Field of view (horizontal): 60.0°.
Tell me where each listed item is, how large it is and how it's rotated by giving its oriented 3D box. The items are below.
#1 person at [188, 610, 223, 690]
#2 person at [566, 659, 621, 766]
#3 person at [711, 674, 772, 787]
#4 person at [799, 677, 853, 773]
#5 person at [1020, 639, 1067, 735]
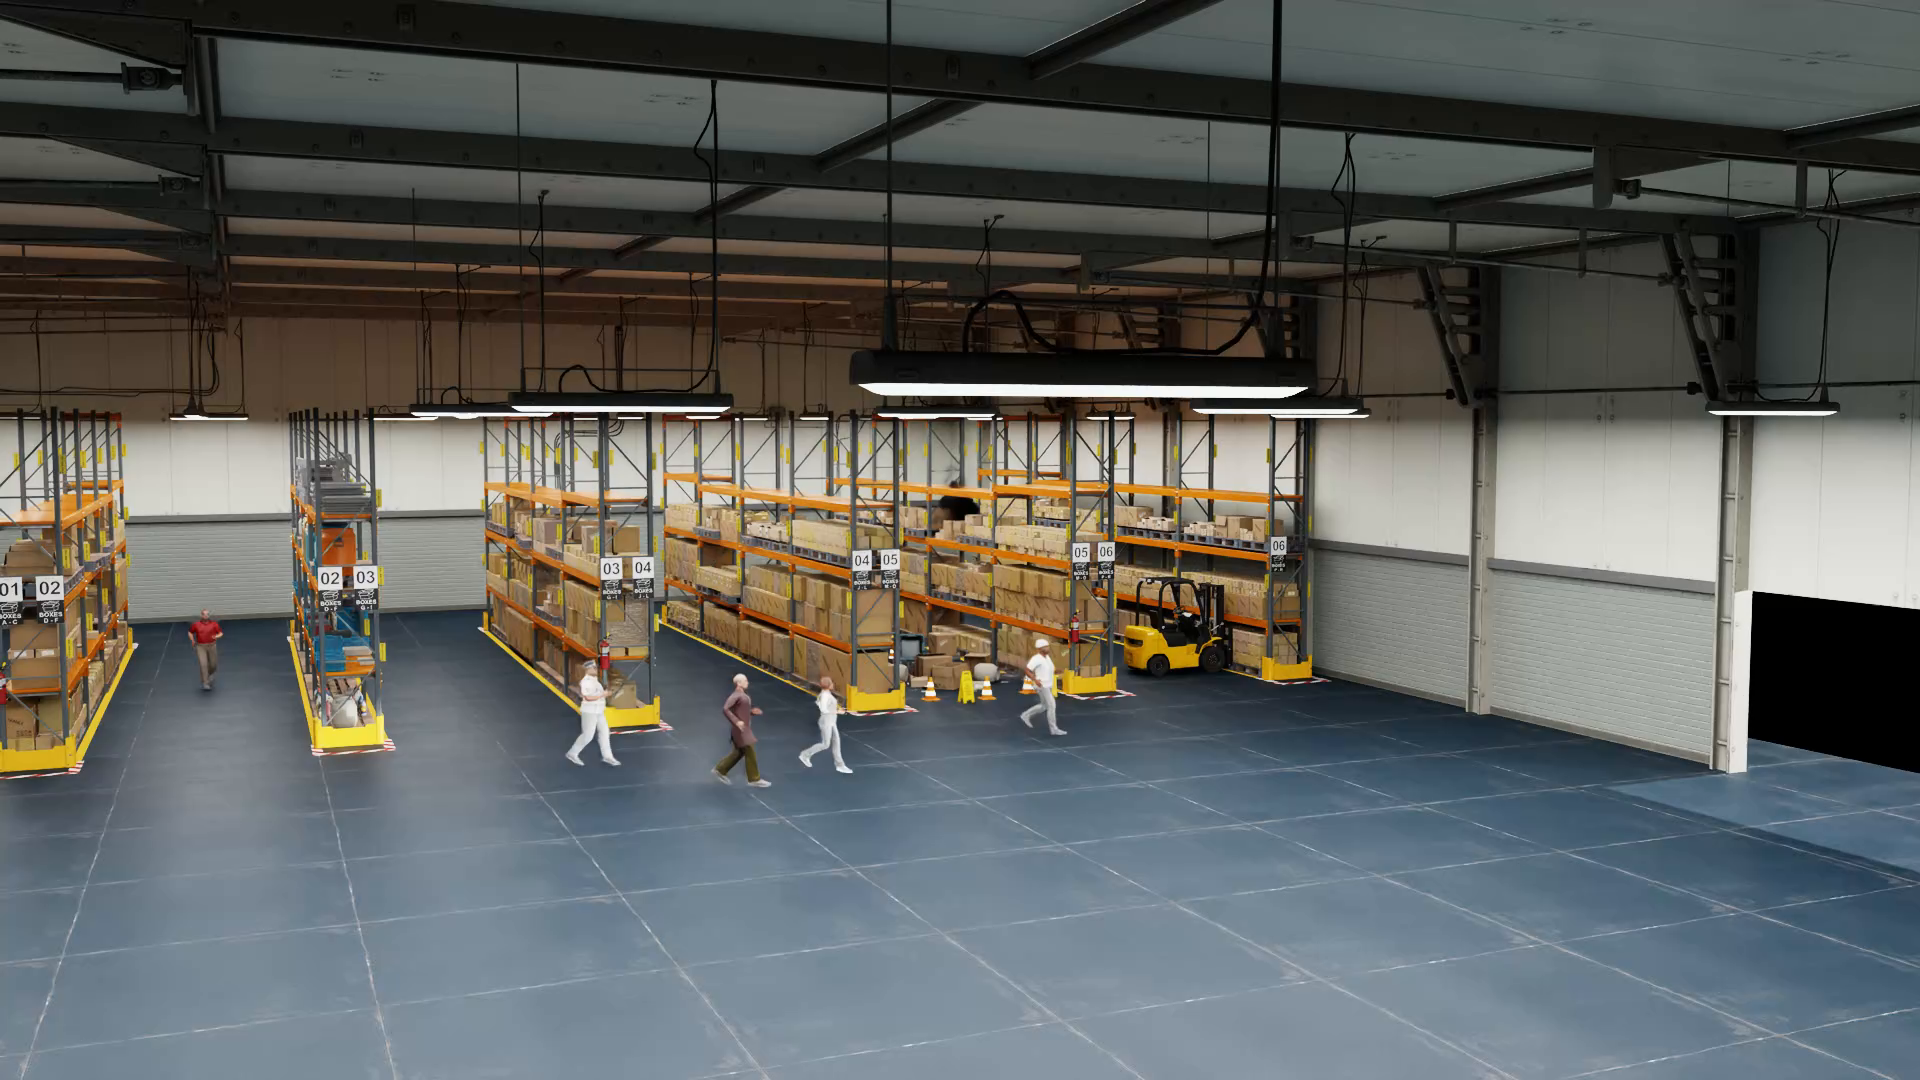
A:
[{"bbox_3d":[-16.303,2.351,35.962,0.676,1.694,0.894,-2,5,-30],"label":"person"},{"bbox_3d":[-6.106,2.872,27.645,0.894,1.800,0.652,0,4,4],"label":"person"},{"bbox_3d":[-3.438,2.981,26.072,0.962,1.768,0.715,0,4,-2],"label":"person"},{"bbox_3d":[-2.190,3.016,27.129,0.872,1.593,0.540,0,4,4],"label":"person"},{"bbox_3d":[1.529,2.694,30.580,0.954,1.748,0.711,2,4,22],"label":"person"}]
